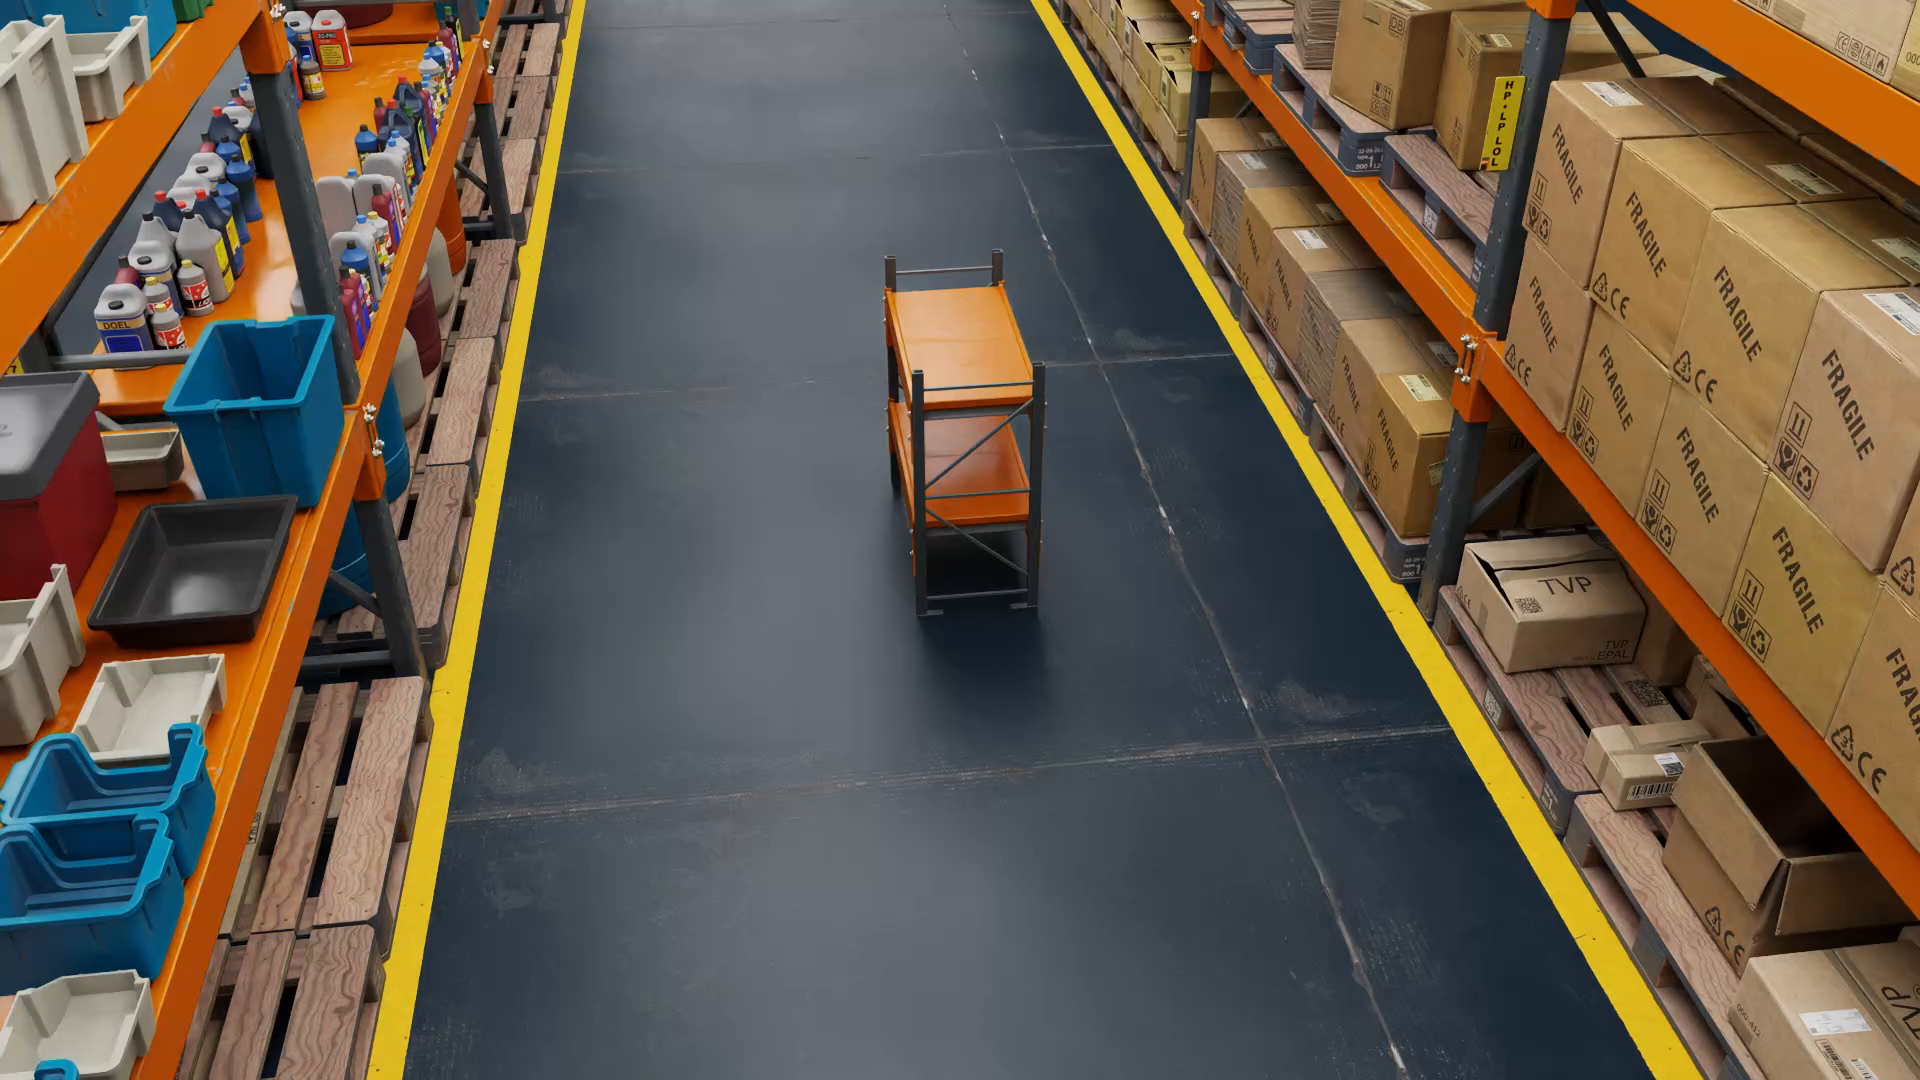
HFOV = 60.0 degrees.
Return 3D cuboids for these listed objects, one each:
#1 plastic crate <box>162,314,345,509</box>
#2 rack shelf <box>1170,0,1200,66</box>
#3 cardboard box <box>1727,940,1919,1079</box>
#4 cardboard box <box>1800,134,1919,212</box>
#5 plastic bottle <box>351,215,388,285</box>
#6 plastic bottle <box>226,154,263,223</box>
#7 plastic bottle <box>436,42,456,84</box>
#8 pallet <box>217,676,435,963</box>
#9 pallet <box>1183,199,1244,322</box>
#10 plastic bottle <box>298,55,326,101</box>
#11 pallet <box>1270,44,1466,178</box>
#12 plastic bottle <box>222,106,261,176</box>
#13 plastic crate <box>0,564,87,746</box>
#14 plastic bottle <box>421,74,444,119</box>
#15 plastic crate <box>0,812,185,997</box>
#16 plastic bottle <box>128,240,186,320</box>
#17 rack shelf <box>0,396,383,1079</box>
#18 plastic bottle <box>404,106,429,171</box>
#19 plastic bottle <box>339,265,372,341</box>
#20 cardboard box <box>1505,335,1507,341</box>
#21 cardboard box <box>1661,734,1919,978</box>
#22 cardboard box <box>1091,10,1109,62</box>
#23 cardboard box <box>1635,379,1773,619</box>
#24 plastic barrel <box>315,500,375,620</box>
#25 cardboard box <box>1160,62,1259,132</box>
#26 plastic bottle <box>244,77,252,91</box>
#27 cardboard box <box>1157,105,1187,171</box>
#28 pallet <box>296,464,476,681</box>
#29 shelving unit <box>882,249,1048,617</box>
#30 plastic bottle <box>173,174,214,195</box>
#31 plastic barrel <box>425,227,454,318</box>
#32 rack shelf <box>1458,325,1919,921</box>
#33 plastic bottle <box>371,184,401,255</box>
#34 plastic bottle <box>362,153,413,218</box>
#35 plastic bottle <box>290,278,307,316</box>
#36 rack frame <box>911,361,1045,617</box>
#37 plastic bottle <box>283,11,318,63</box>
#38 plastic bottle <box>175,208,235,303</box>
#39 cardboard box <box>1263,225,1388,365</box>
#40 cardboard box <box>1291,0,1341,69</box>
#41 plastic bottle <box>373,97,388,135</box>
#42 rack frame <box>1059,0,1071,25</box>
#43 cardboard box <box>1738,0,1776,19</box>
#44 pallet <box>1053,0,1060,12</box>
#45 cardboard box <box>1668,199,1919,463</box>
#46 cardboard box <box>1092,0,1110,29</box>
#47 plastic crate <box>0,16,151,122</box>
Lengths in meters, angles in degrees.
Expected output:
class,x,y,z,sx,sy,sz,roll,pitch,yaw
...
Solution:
class,x,y,z,sx,sy,sz,roll,pitch,yaw
plastic crate,-2.126,-0.381,5.107,0.392,0.384,0.575,-4,35,-6
rack shelf,1.575,-4.022,11.127,1.077,0.370,4.000,-4,35,-6
cardboard box,2.504,1.399,4.585,0.500,0.250,0.500,-4,35,-6
cardboard box,2.778,-0.877,4.897,0.500,0.500,0.500,-5,35,-7
plastic bottle,-2.250,-1.103,6.319,0.097,0.271,0.097,0,34,0
plastic bottle,-2.946,-1.450,6.828,0.097,0.271,0.097,0,34,0
plastic bottle,-2.559,-2.360,8.225,0.097,0.201,0.097,0,34,0
pallet,-2.390,0.962,5.651,1.003,0.211,1.213,-4,35,-6
pallet,1.907,-1.631,9.456,1.003,0.211,1.213,-4,35,-6
plastic bottle,-3.144,-2.243,8.055,0.097,0.201,0.097,0,34,0
pallet,2.110,-2.039,7.748,1.003,0.211,1.213,-4,35,-6
plastic bottle,-3.141,-1.739,7.248,0.152,0.276,0.135,-4,35,-6
plastic crate,-2.504,0.293,4.209,0.437,0.282,0.530,-4,35,-6
plastic bottle,-2.494,-2.088,7.827,0.097,0.201,0.097,0,34,0
plastic crate,-1.873,0.781,3.535,0.416,0.233,0.300,-4,35,-6
plastic bottle,-2.950,-0.946,6.084,0.152,0.276,0.135,-4,35,-6
rack shelf,-2.258,0.816,4.028,1.077,0.370,4.000,-4,35,-6
plastic bottle,-2.391,-1.773,7.291,0.061,0.283,0.133,-4,35,-6
plastic bottle,-2.172,-0.861,5.953,0.061,0.283,0.133,-4,35,-6
cardboard box,2.475,-0.705,7.450,0.500,0.500,0.500,-4,34,-6
cardboard box,2.640,0.927,5.052,0.797,0.503,0.637,-4,35,-6
cardboard box,1.254,-3.654,12.017,0.500,0.250,0.500,-5,35,-8
cardboard box,2.317,-0.142,4.706,0.500,0.500,0.500,-5,35,-7
plastic barrel,-2.583,-0.209,6.383,0.600,0.901,0.708,-4,35,-6
cardboard box,1.529,-2.746,10.186,0.500,0.311,0.500,-3,34,-5
plastic bottle,-3.228,-1.982,7.610,0.097,0.271,0.097,0,34,0
cardboard box,1.531,-2.515,10.346,0.500,0.250,0.500,-4,34,-5
pallet,-2.590,0.121,6.885,1.003,0.211,1.213,-4,35,-6
shelving unit,0.001,-0.461,6.928,0.538,1.125,1.048,-4,35,-6
plastic bottle,-3.035,-1.302,6.607,0.152,0.276,0.135,-4,35,-6
plastic barrel,-2.818,-1.395,8.470,0.421,0.512,0.421,0,34,0
rack shelf,2.651,0.443,4.576,1.077,0.370,4.000,-4,35,-6
plastic bottle,-2.273,-1.282,6.571,0.061,0.283,0.133,-4,35,-6
plastic bottle,-2.368,-1.480,6.868,0.152,0.276,0.135,-4,35,-6
plastic bottle,-2.259,-0.821,5.835,0.144,0.351,0.185,-4,35,-6
rack frame,0.069,-0.177,6.511,0.500,1.125,0.032,-4,35,-6
plastic bottle,-3.327,-2.513,8.383,0.152,0.276,0.135,-4,35,-6
plastic bottle,-2.832,-1.076,6.210,0.144,0.351,0.185,-4,35,-6
cardboard box,1.836,-1.213,8.196,0.500,0.500,0.500,-5,35,-8
cardboard box,1.974,-2.550,7.867,0.700,0.500,0.500,2,34,3
plastic bottle,-2.552,-1.836,7.385,0.061,0.283,0.133,-4,35,-6
rack frame,1.306,-5.435,12.562,1.000,3.000,0.127,-4,35,-6
cardboard box,2.265,-1.579,4.373,0.500,0.250,0.500,-4,35,-6
pallet,1.240,-4.730,14.003,1.003,0.211,1.213,-4,35,-6
cardboard box,2.305,-0.566,4.441,0.500,0.500,0.500,-5,35,-8
cardboard box,1.248,-3.886,11.860,0.500,0.311,0.500,-5,35,-8
plastic crate,-1.979,-1.047,3.694,0.293,0.136,0.466,-4,35,-6
